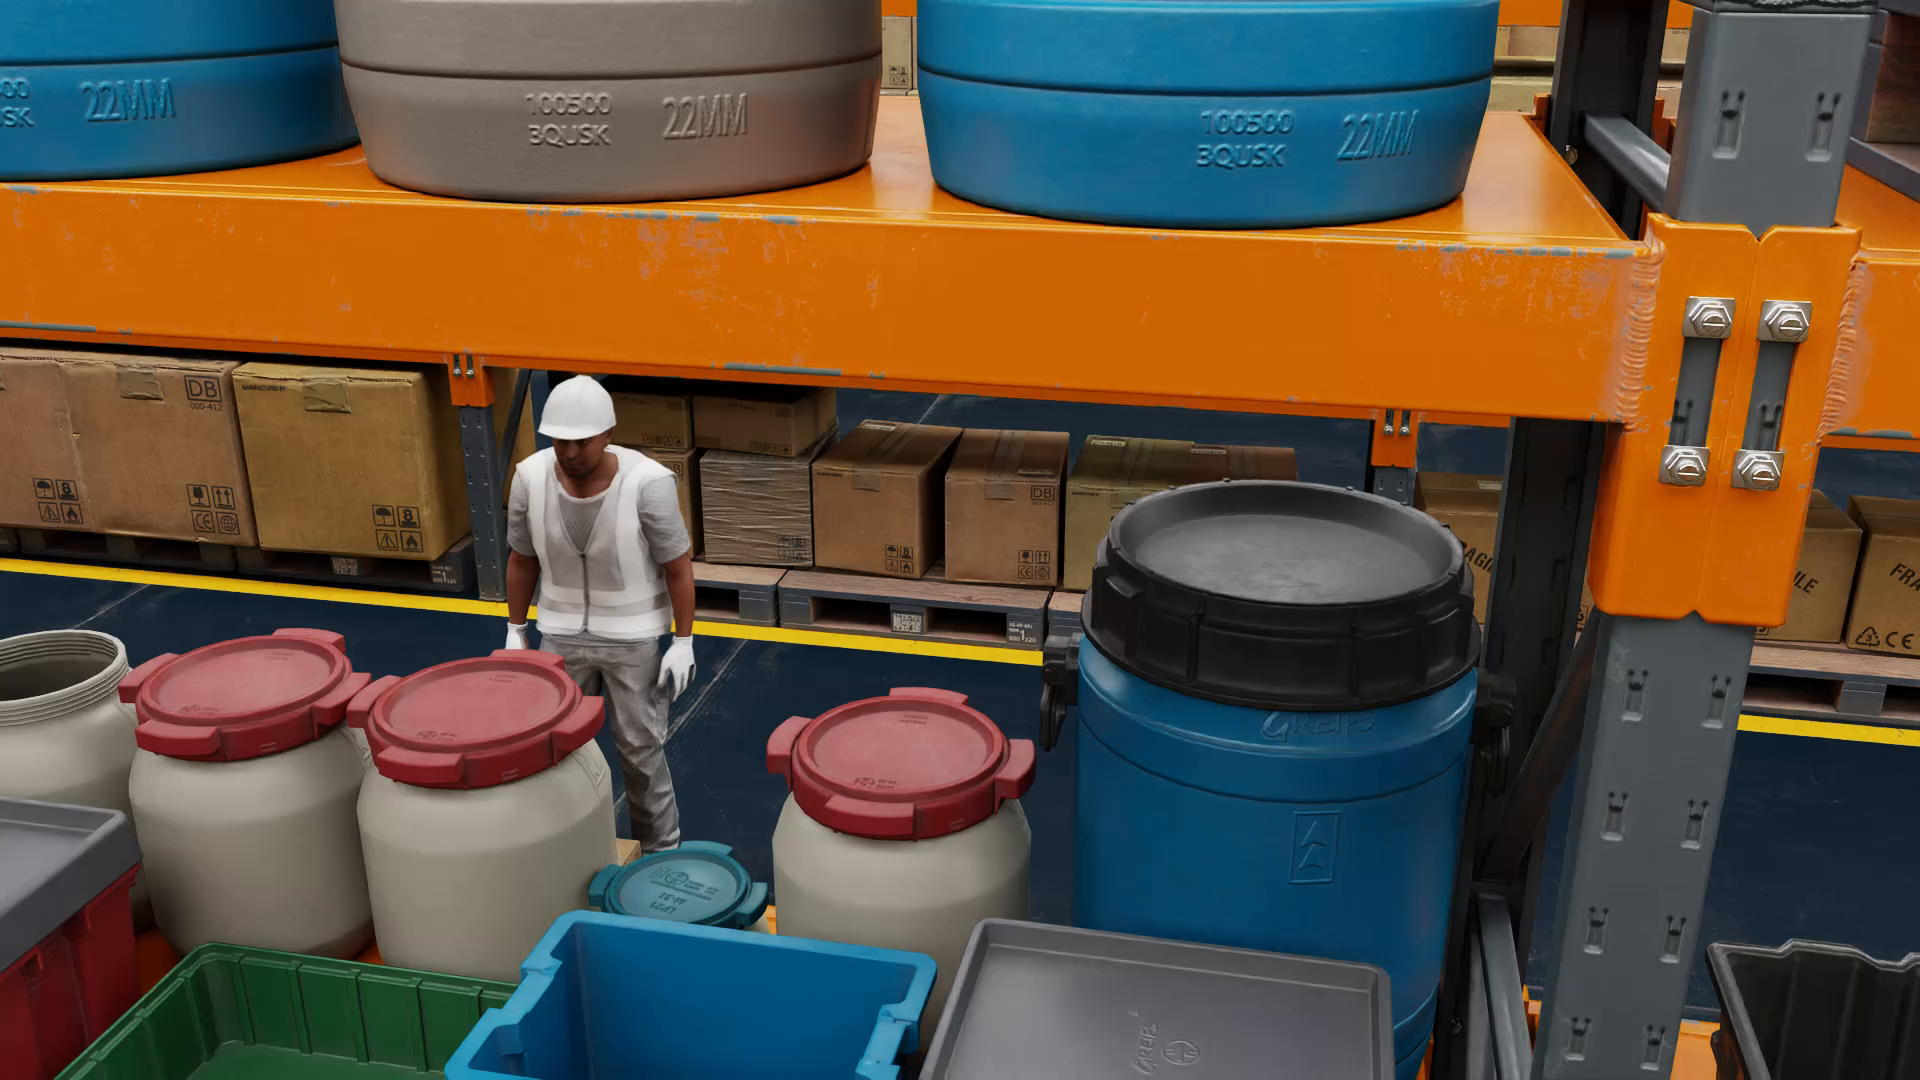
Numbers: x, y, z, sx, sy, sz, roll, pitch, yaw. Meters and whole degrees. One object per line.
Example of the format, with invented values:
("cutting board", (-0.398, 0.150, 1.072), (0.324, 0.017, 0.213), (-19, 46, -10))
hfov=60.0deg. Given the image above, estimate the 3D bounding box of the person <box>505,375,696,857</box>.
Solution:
("person", (-1.137, 0.327, 5.237), (0.616, 1.771, 0.452), (3, 22, 9))
